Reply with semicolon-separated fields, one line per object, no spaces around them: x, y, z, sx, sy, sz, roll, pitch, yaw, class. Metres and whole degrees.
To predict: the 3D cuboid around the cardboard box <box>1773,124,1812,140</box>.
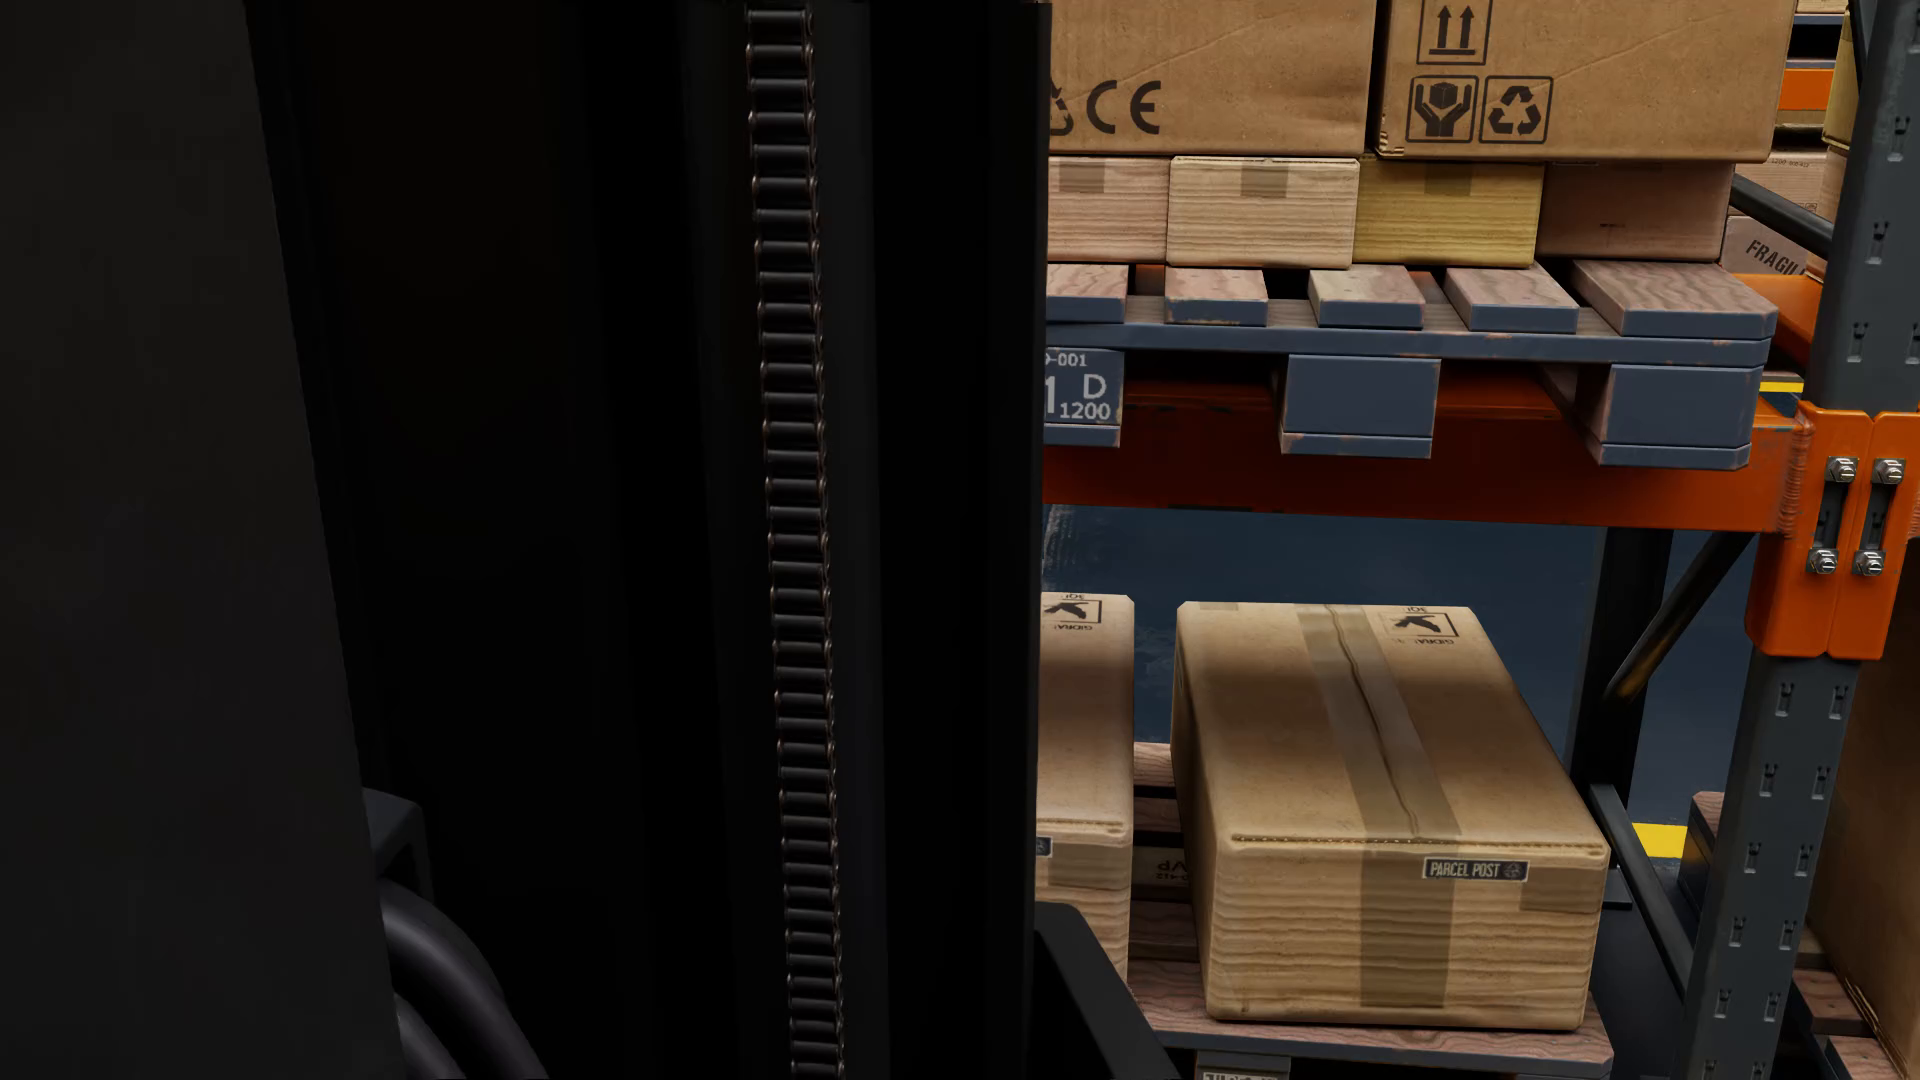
3.509;-1.736;7.559;0.500;0.250;0.500;3;22;8;cardboard box

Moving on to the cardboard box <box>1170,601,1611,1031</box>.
0.751;0.477;3.157;0.625;0.372;0.950;1;22;3;cardboard box

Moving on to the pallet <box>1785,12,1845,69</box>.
3.764;-2.174;7.119;1.213;0.211;1.003;2;22;6;pallet

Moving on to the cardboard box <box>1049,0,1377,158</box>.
0.312;-0.839;2.369;0.500;0.500;0.500;2;22;5;cardboard box

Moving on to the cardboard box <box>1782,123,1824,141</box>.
4.028;-1.716;7.510;0.500;0.250;0.500;3;22;8;cardboard box

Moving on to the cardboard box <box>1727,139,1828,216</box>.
3.443;-1.549;7.087;0.500;0.250;0.500;3;22;7;cardboard box

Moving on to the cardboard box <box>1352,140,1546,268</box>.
0.683;-0.514;2.430;0.250;0.149;0.380;3;22;7;cardboard box

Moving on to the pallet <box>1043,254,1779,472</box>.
0.591;-0.425;2.695;1.003;0.211;1.213;2;22;6;pallet

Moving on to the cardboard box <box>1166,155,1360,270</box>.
0.428;-0.508;2.416;0.250;0.149;0.380;2;22;6;cardboard box

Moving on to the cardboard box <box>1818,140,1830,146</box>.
3.961;-1.527;7.031;0.500;0.250;0.500;2;22;4;cardboard box

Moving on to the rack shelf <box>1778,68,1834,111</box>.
3.779;-1.912;7.176;4.000;0.370;1.077;2;22;6;rack shelf

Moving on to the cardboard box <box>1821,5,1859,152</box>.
1.822;-0.756;2.797;0.500;0.250;0.500;2;22;6;cardboard box

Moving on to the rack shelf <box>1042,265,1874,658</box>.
-0.675;-0.274;3.031;4.000;0.370;1.077;2;22;6;rack shelf

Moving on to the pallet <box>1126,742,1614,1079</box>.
0.535;0.740;3.280;1.213;0.211;1.003;2;22;6;pallet

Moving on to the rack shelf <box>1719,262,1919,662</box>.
3.297;-0.101;2.594;4.000;0.370;1.077;2;22;6;rack shelf

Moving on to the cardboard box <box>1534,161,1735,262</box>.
0.958;-0.529;2.468;0.250;0.149;0.380;3;22;8;cardboard box

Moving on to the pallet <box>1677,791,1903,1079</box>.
2.085;0.836;3.037;1.213;0.211;1.003;2;22;6;pallet

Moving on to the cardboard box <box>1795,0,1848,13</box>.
3.531;-2.262;6.853;0.250;0.149;0.380;3;22;7;cardboard box

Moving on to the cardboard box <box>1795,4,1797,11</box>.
3.281;-2.274;6.883;0.250;0.149;0.380;3;22;8;cardboard box

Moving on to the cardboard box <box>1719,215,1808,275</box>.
3.476;-1.202;7.228;0.500;0.500;0.500;2;22;5;cardboard box

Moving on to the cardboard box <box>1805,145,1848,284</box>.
1.844;-0.525;2.892;0.500;0.250;0.500;2;22;4;cardboard box

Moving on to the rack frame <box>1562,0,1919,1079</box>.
1.311;-0.522;2.680;0.127;3.000;1.000;2;22;6;rack frame

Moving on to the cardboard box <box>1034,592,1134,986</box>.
0.017;0.448;3.230;0.625;0.372;0.950;2;22;5;cardboard box

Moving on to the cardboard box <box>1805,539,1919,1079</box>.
1.987;0.331;2.841;0.875;0.875;0.875;2;22;6;cardboard box

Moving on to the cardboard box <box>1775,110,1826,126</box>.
5.812;-3.195;11.759;0.875;0.875;1.225;3;22;6;cardboard box

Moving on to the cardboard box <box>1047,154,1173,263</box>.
0.179;-0.522;2.451;0.250;0.149;0.380;1;22;4;cardboard box

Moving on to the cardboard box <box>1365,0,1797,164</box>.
0.827;-0.820;2.323;0.500;0.500;0.500;2;22;5;cardboard box

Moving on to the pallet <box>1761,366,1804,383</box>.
3.777;-0.949;7.553;1.213;0.211;1.003;2;22;6;pallet
